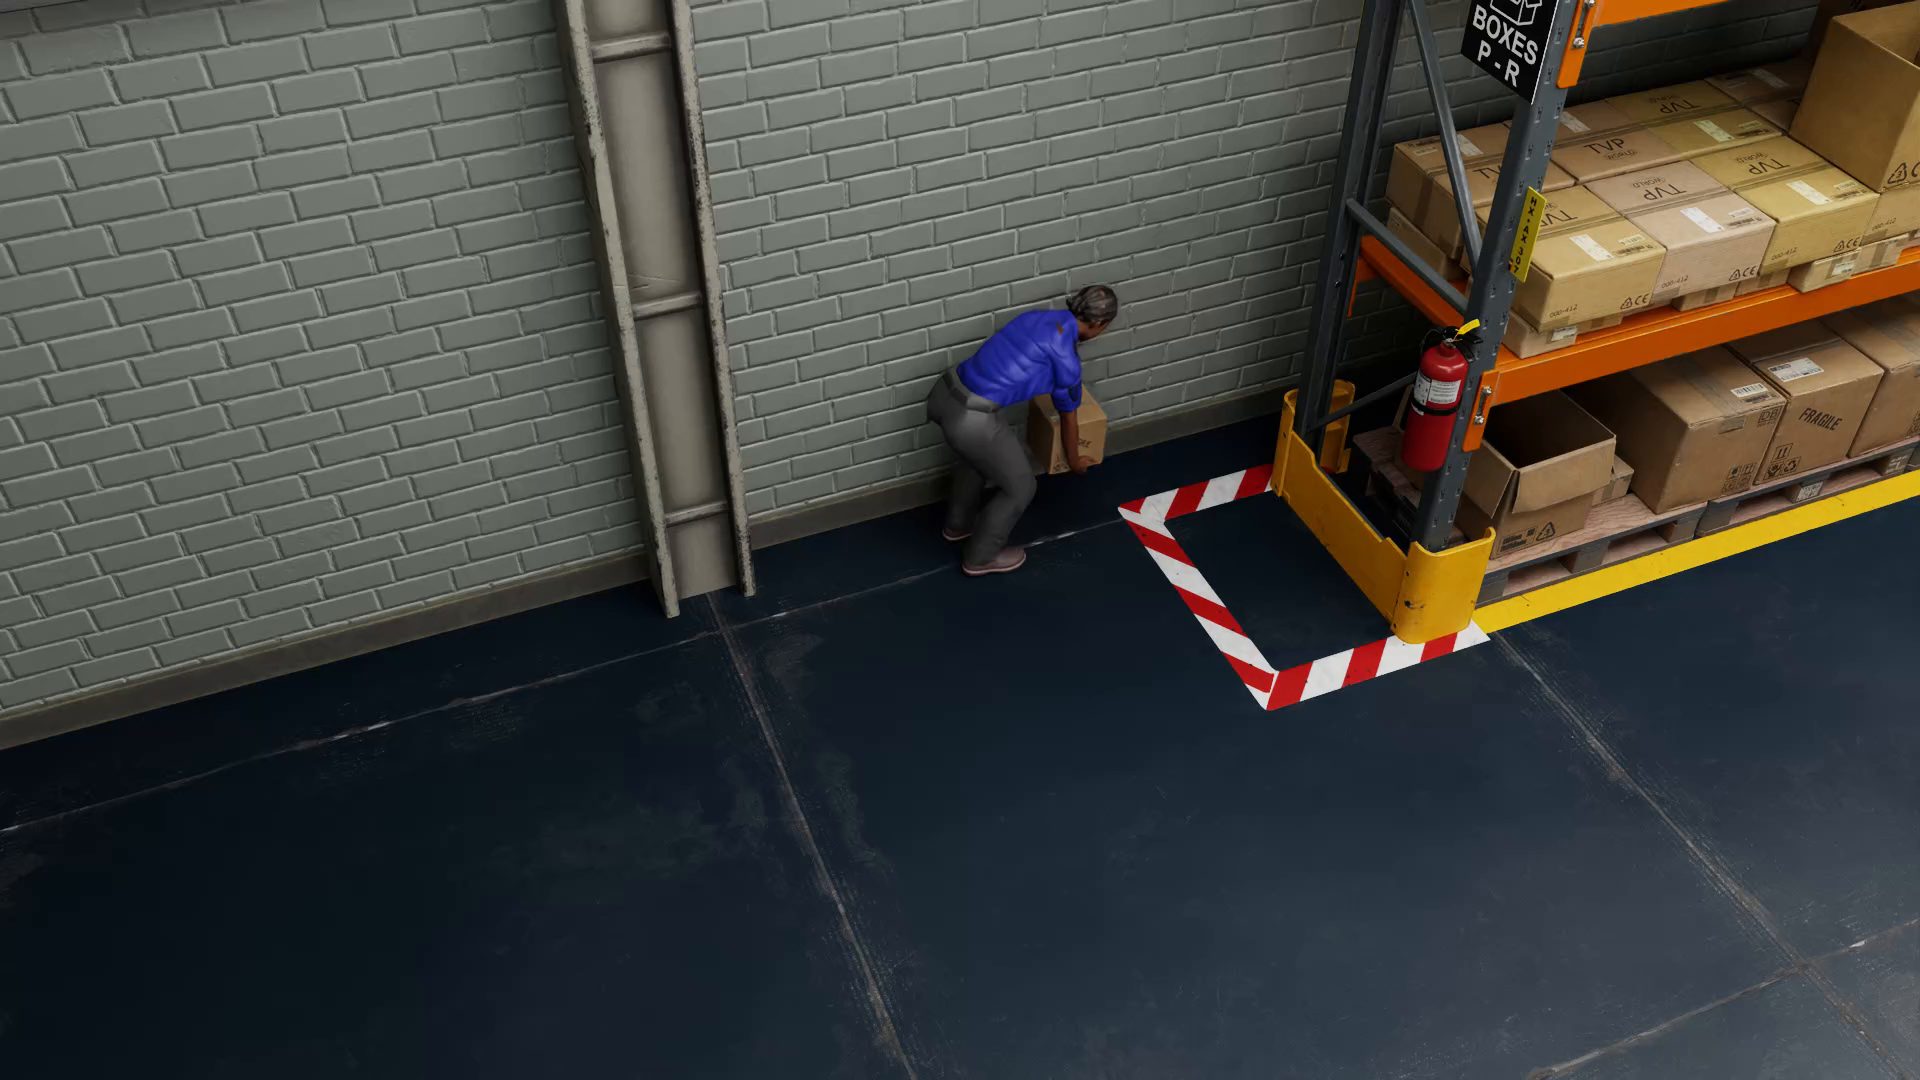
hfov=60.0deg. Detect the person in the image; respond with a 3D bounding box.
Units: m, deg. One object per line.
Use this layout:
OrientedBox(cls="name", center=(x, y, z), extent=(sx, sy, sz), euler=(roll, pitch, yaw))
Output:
OrientedBox(cls="person", center=(0.268, -0.465, 7.008), extent=(0.823, 1.225, 0.431), euler=(-17, 45, -18))
